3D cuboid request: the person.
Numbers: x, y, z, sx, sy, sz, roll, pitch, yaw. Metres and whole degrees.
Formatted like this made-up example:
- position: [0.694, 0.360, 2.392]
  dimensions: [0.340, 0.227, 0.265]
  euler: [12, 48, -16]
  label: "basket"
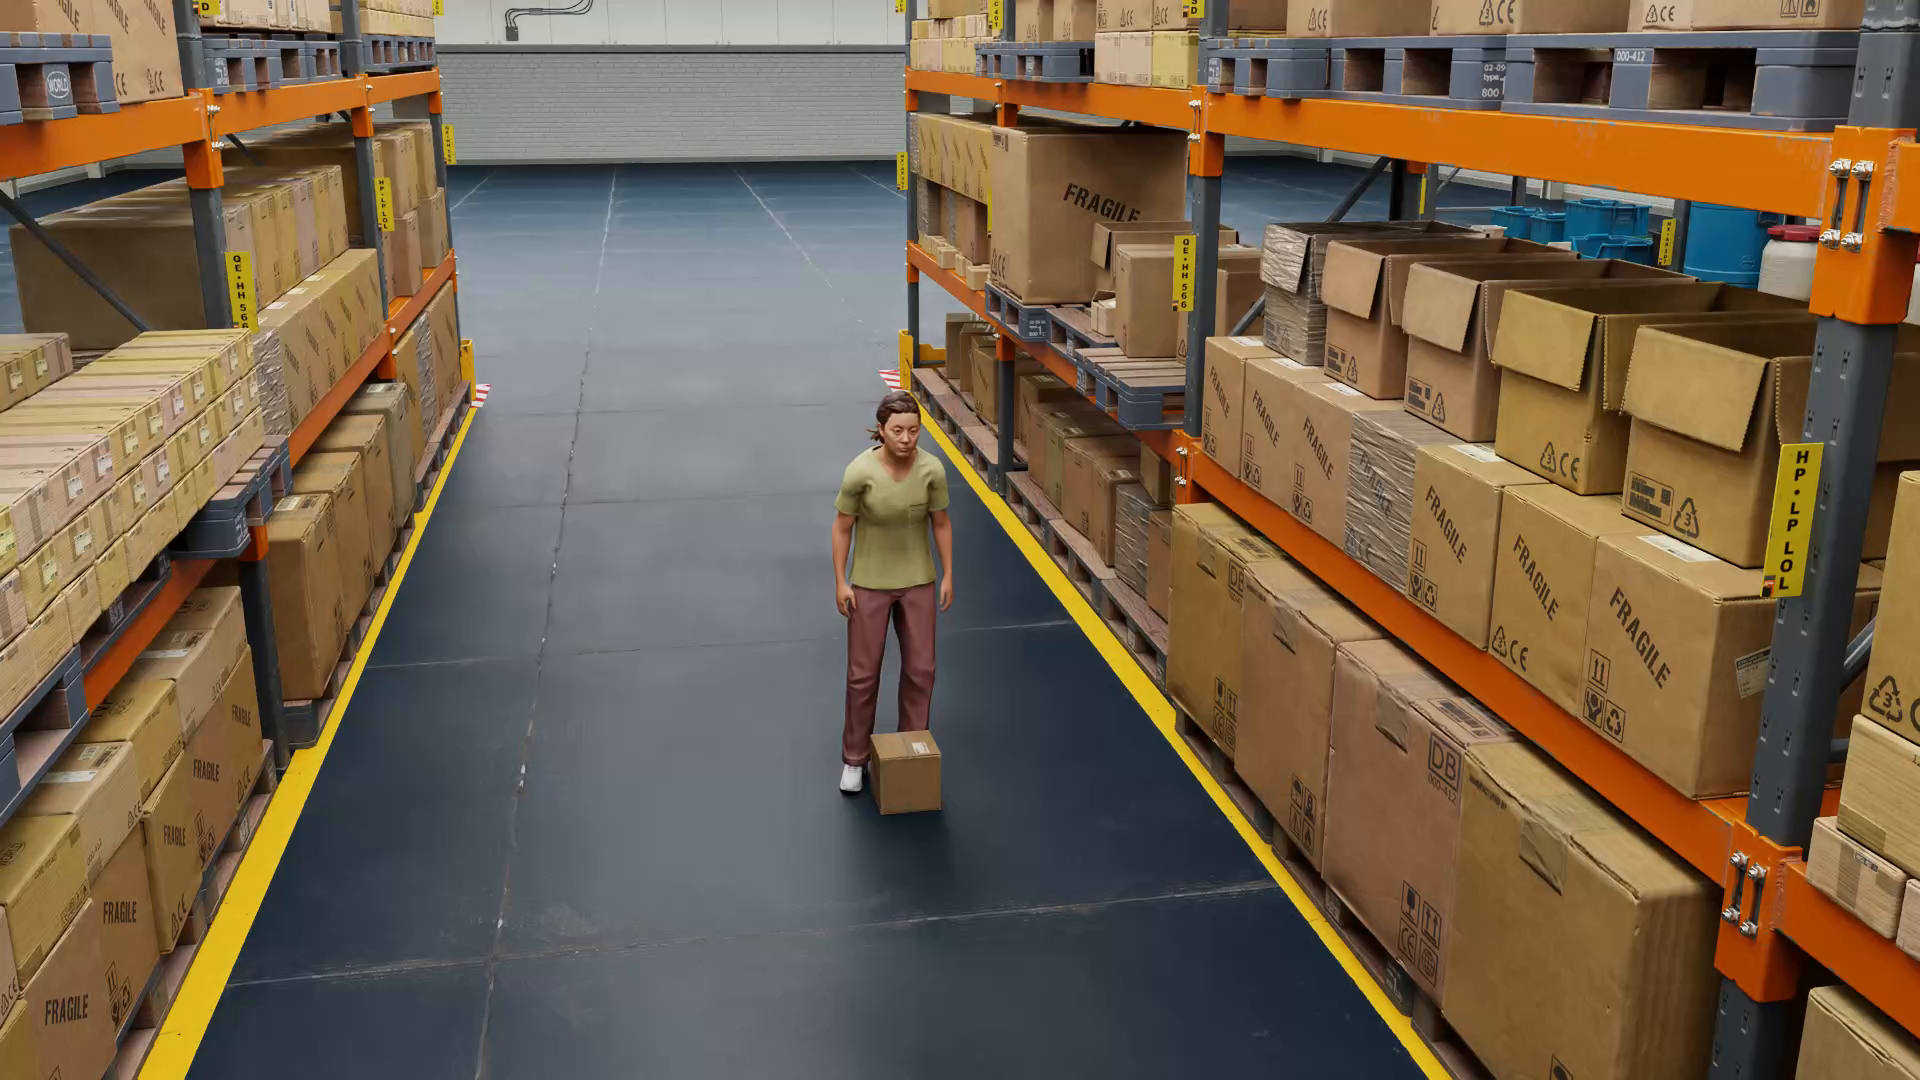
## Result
- position: [-0.265, 0.209, 6.831]
  dimensions: [0.519, 1.673, 0.408]
  euler: [-4, 17, -13]
  label: "person"
